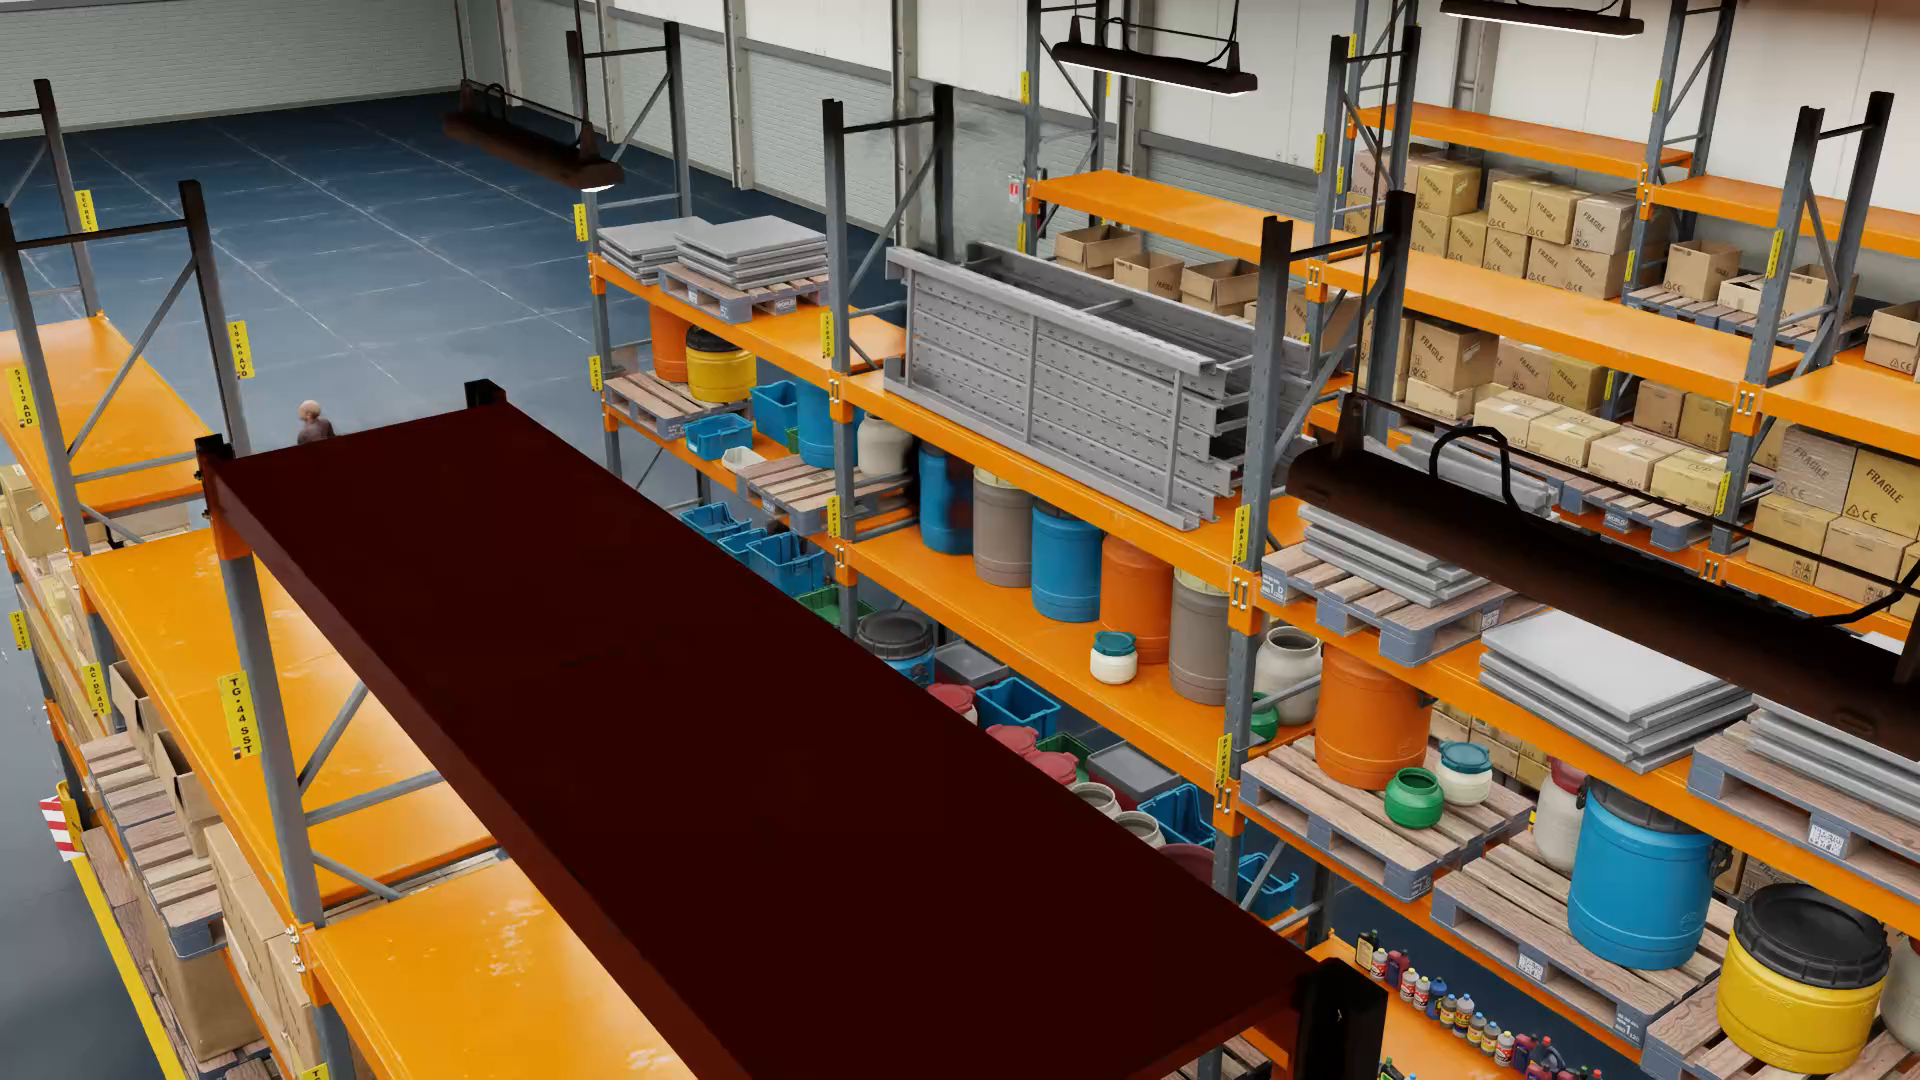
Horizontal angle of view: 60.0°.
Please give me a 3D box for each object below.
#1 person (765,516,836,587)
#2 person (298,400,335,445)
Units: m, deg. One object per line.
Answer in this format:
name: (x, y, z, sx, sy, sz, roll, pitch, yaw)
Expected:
person: (-1.744, -0.046, 17.085, 0.742, 1.684, 0.717, 18, 30, 34)
person: (-7.093, -0.739, 18.555, 0.709, 1.737, 0.741, -4, 25, -9)
